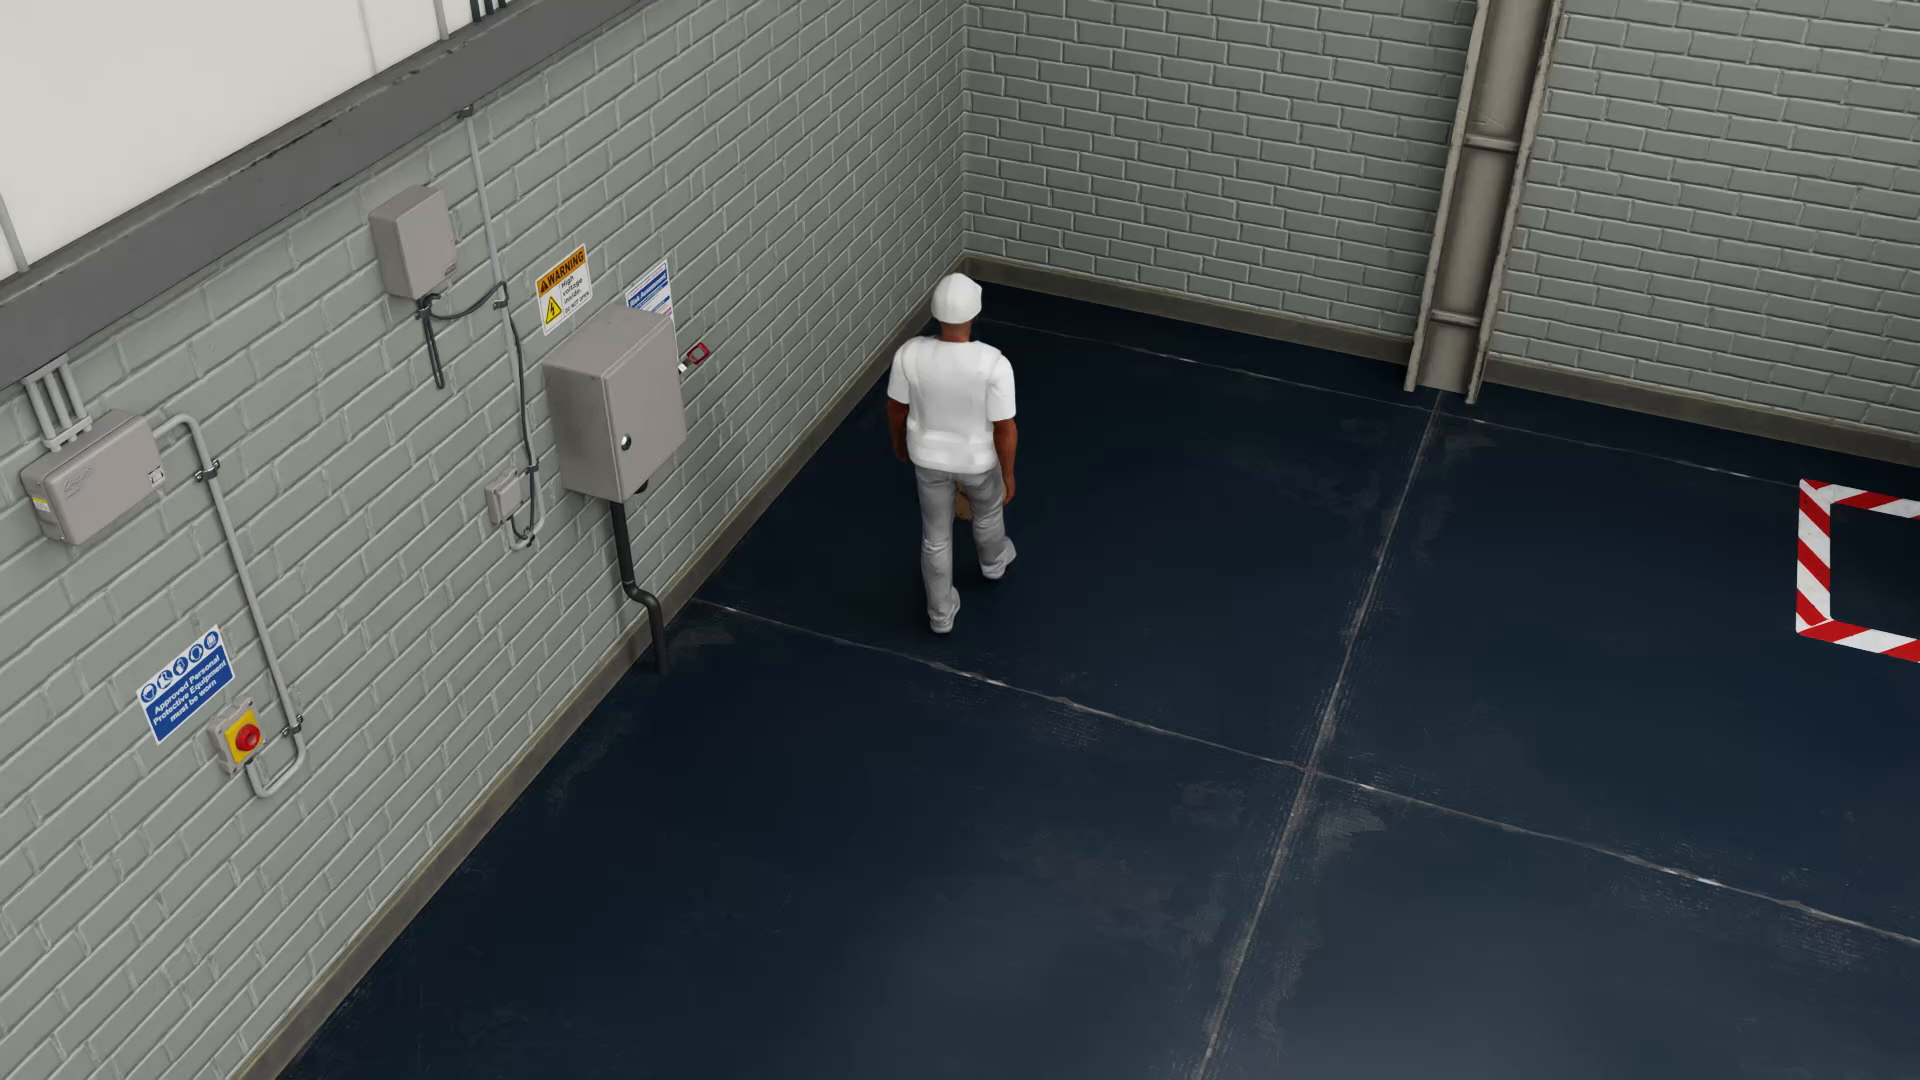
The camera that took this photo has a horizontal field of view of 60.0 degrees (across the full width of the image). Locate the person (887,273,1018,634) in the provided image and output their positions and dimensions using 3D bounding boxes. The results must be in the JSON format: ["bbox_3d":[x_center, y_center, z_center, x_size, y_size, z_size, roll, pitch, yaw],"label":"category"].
[{"bbox_3d":[-0.007,-0.469,7.399,0.591,1.750,0.742,6,38,8],"label":"person"}]
